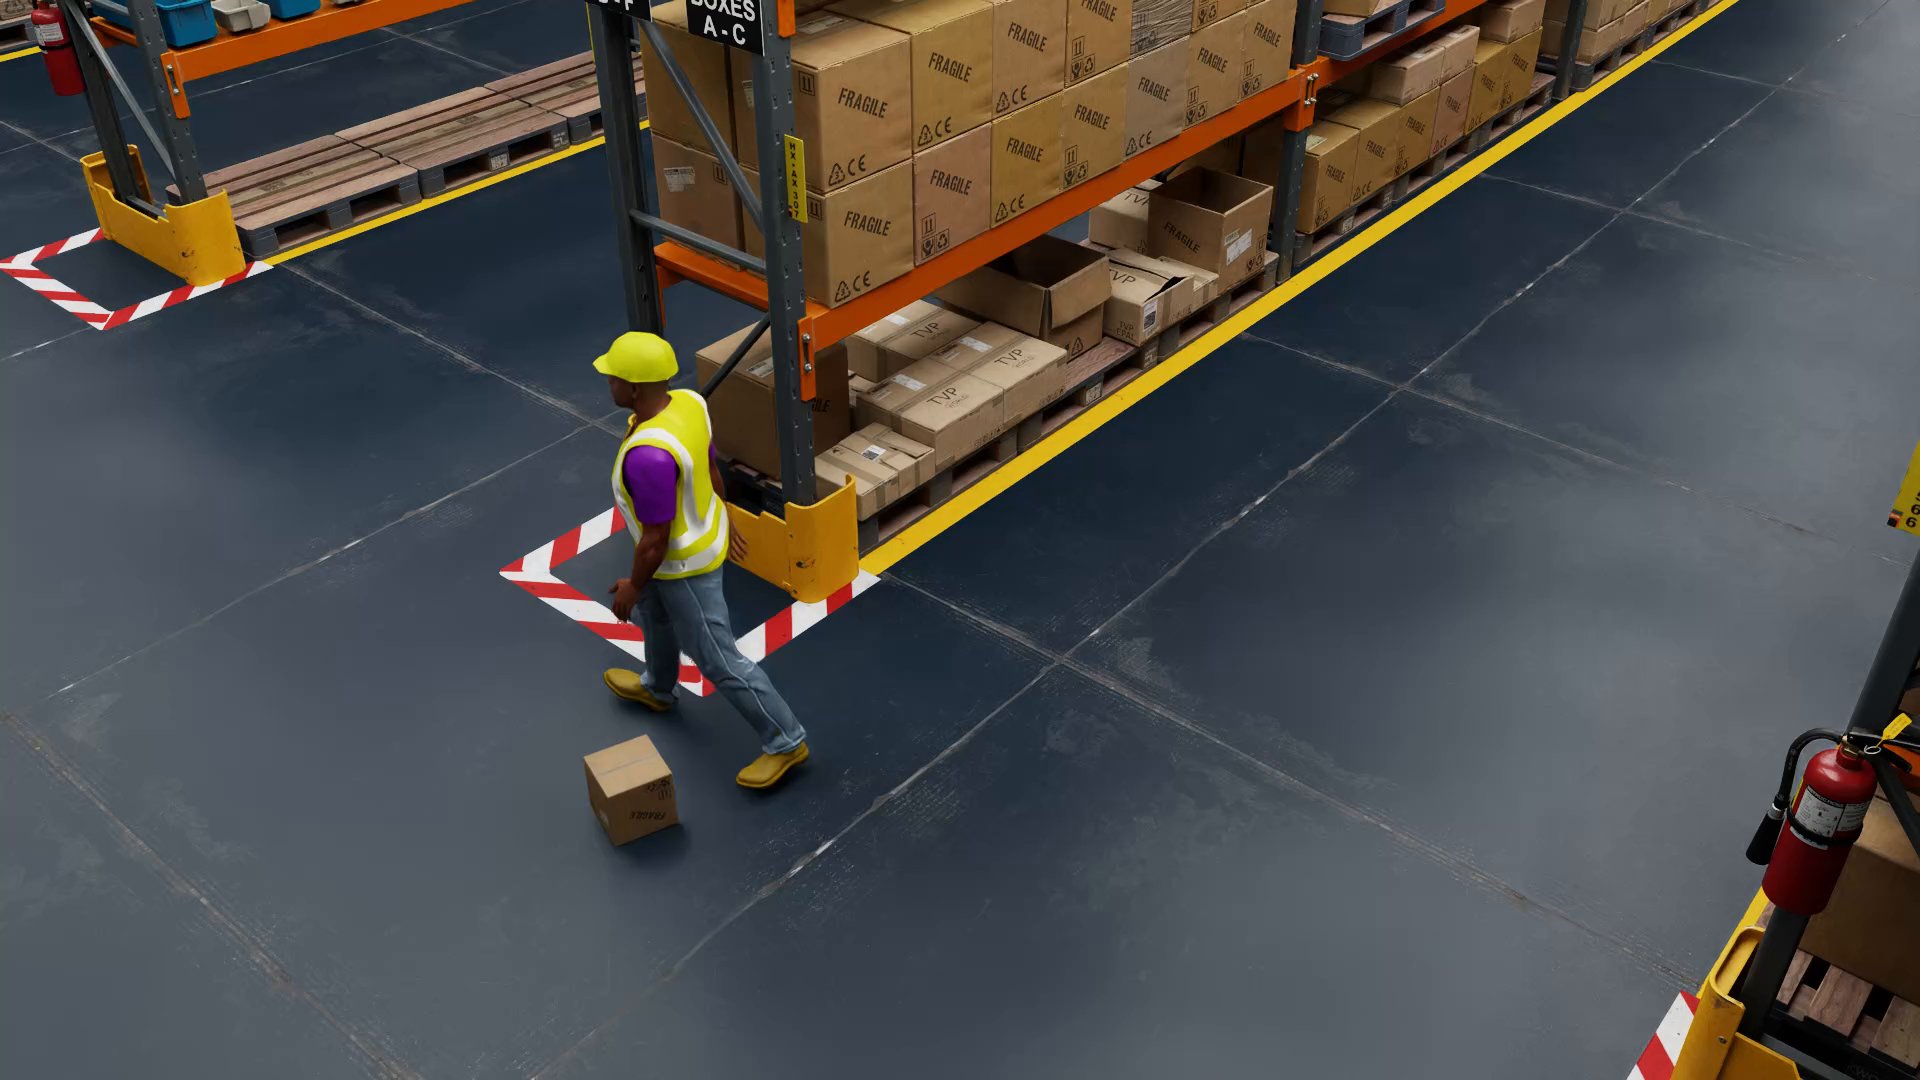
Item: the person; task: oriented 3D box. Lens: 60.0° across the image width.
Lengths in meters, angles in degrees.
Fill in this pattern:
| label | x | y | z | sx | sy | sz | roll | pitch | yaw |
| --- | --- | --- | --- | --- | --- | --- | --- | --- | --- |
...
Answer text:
| label | x | y | z | sx | sy | sz | roll | pitch | yaw |
| --- | --- | --- | --- | --- | --- | --- | --- | --- | --- |
| person | -1.005 | 0.079 | 6.043 | 0.862 | 1.742 | 0.701 | 0 | 35 | 0 |
